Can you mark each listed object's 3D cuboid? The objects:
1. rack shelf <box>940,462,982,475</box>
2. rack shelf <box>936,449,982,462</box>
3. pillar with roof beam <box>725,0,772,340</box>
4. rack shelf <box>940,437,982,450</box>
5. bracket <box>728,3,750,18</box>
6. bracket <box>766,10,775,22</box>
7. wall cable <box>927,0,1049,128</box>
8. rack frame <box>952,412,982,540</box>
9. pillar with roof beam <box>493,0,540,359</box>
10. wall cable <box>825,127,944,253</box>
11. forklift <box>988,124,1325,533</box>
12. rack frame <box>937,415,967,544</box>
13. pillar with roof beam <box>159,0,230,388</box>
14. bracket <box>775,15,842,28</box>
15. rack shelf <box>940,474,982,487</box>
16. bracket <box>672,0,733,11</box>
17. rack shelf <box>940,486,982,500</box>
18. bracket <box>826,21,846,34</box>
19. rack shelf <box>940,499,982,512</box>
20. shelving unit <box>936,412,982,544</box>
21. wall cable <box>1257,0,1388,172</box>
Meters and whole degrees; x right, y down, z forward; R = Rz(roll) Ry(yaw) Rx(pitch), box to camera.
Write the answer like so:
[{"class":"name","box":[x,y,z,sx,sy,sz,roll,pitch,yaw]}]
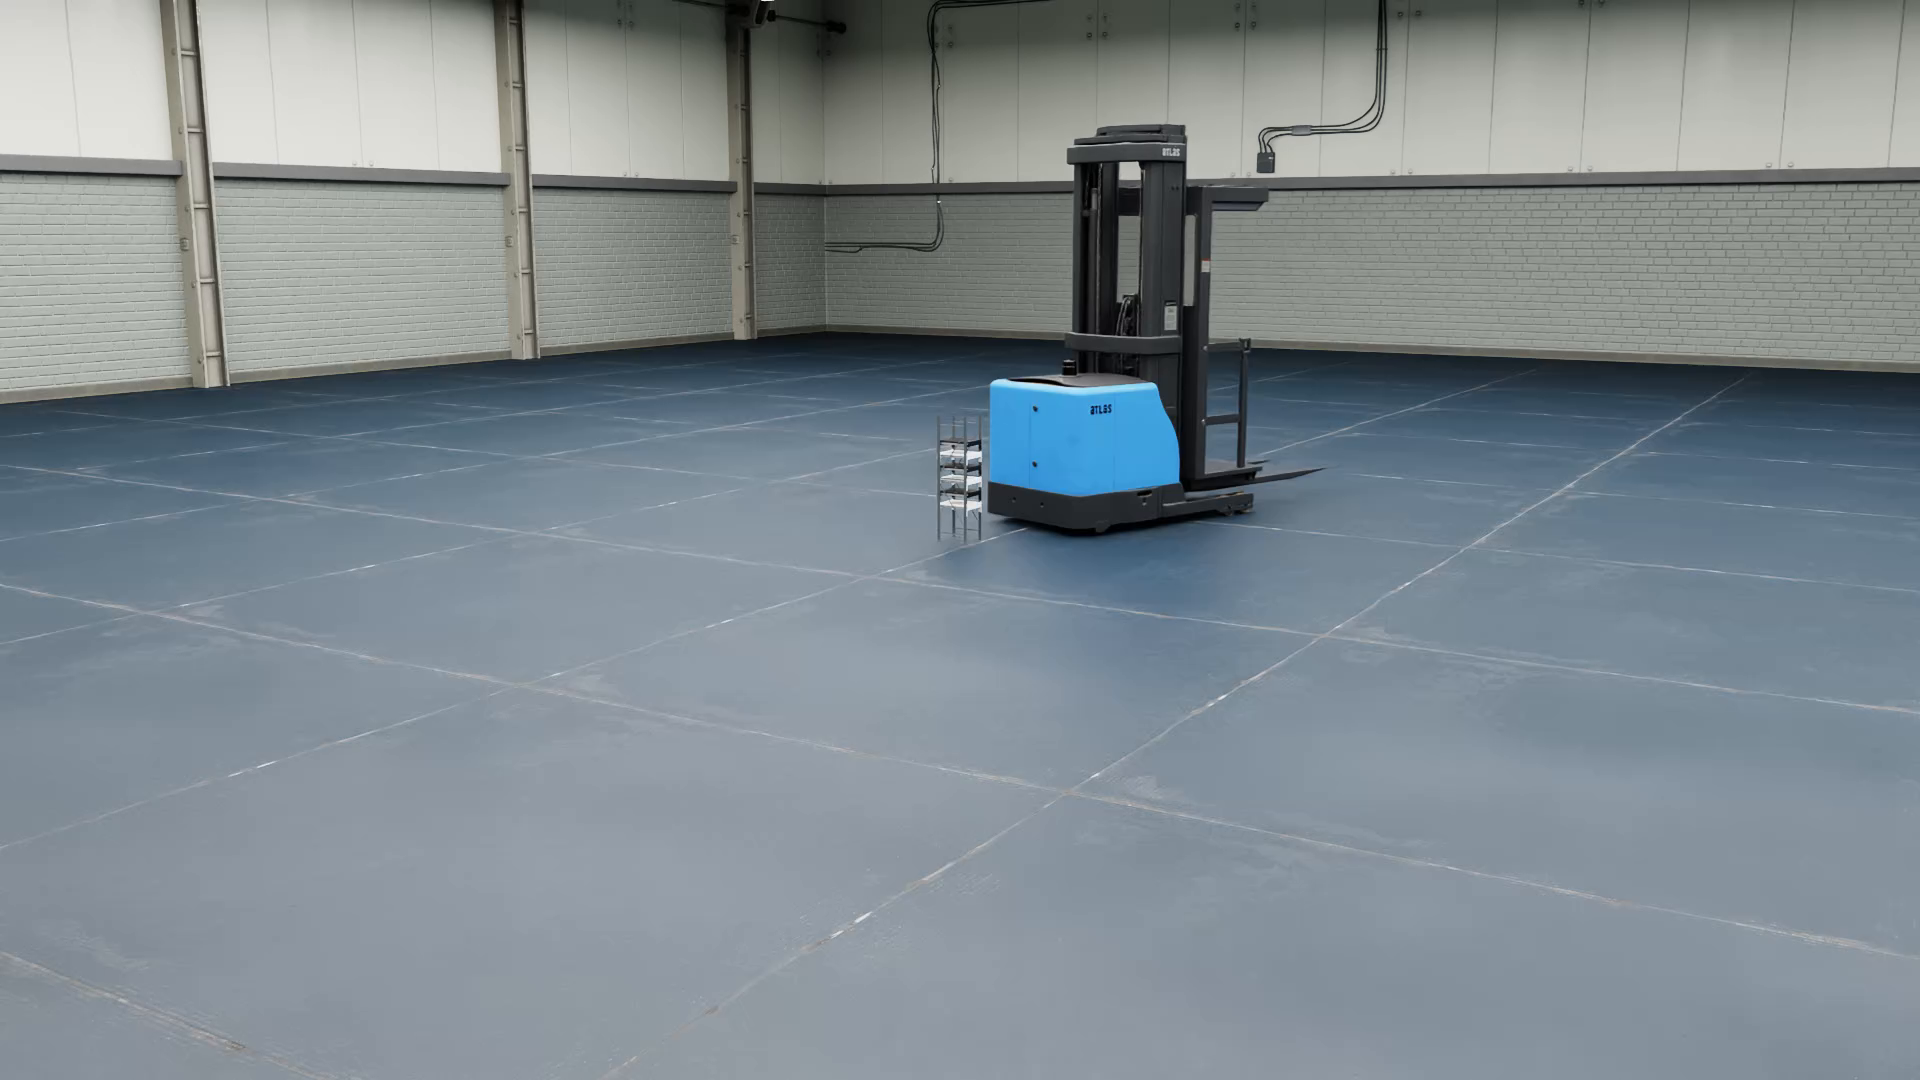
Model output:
[{"class":"rack shelf","box":[-0.004,-0.497,11.769,0.258,0.077,0.200,6,12,31]},{"class":"rack shelf","box":[-0.004,-0.585,11.752,0.258,0.077,0.200,6,12,31]},{"class":"pillar with roof beam","box":[-0.651,-8.068,30.510,9.100,9.000,0.548,6,12,31]},{"class":"rack shelf","box":[-0.004,-0.674,11.736,0.258,0.077,0.200,6,12,31]},{"class":"bracket","box":[-4.242,-10.149,31.846,0.235,0.232,0.430,6,12,31]},{"class":"bracket","box":[-3.811,-10.280,32.544,0.235,0.232,0.430,6,12,31]},{"class":"wall cable","box":[0.641,-9.514,32.948,3.097,2.526,0.112,6,12,31]},{"class":"rack frame","box":[0.049,-0.457,11.864,0.240,0.900,0.006,6,12,31]},{"class":"pillar with roof beam","box":[-3.766,-7.124,25.470,9.100,9.000,0.400,6,12,31]},{"class":"wall cable","box":[-1.671,-7.290,34.793,3.097,2.526,0.112,6,12,31]},{"class":"forklift","box":[1.666,-1.690,12.931,3.031,2.935,1.130,-9,14,-39]},{"class":"rack frame","box":[-0.057,-0.425,11.694,0.240,0.900,0.006,6,12,31]},{"class":"pillar with roof beam","box":[-6.881,-6.181,20.429,9.100,9.000,0.400,6,12,31]},{"class":"bracket","box":[-2.888,-10.560,34.038,0.076,0.066,3.189,6,12,31]},{"class":"rack shelf","box":[-0.004,-0.408,11.785,0.258,0.077,0.200,6,12,31]},{"class":"bracket","box":[-5.580,-9.744,29.682,0.076,0.066,4.783,6,12,31]},{"class":"rack shelf","box":[-0.004,-0.320,11.802,0.258,0.077,0.200,6,12,31]},{"class":"bracket","box":[-2.581,-10.653,34.534,0.235,0.232,0.430,6,12,31]},{"class":"rack shelf","box":[-0.004,-0.231,11.818,0.258,0.077,0.200,6,12,31]},{"class":"shelving unit","box":[-0.004,-0.441,11.779,0.258,0.900,0.210,6,12,31]},{"class":"wall cable","box":[6.435,-9.579,29.336,2.305,6.003,0.169,6,12,31]}]
